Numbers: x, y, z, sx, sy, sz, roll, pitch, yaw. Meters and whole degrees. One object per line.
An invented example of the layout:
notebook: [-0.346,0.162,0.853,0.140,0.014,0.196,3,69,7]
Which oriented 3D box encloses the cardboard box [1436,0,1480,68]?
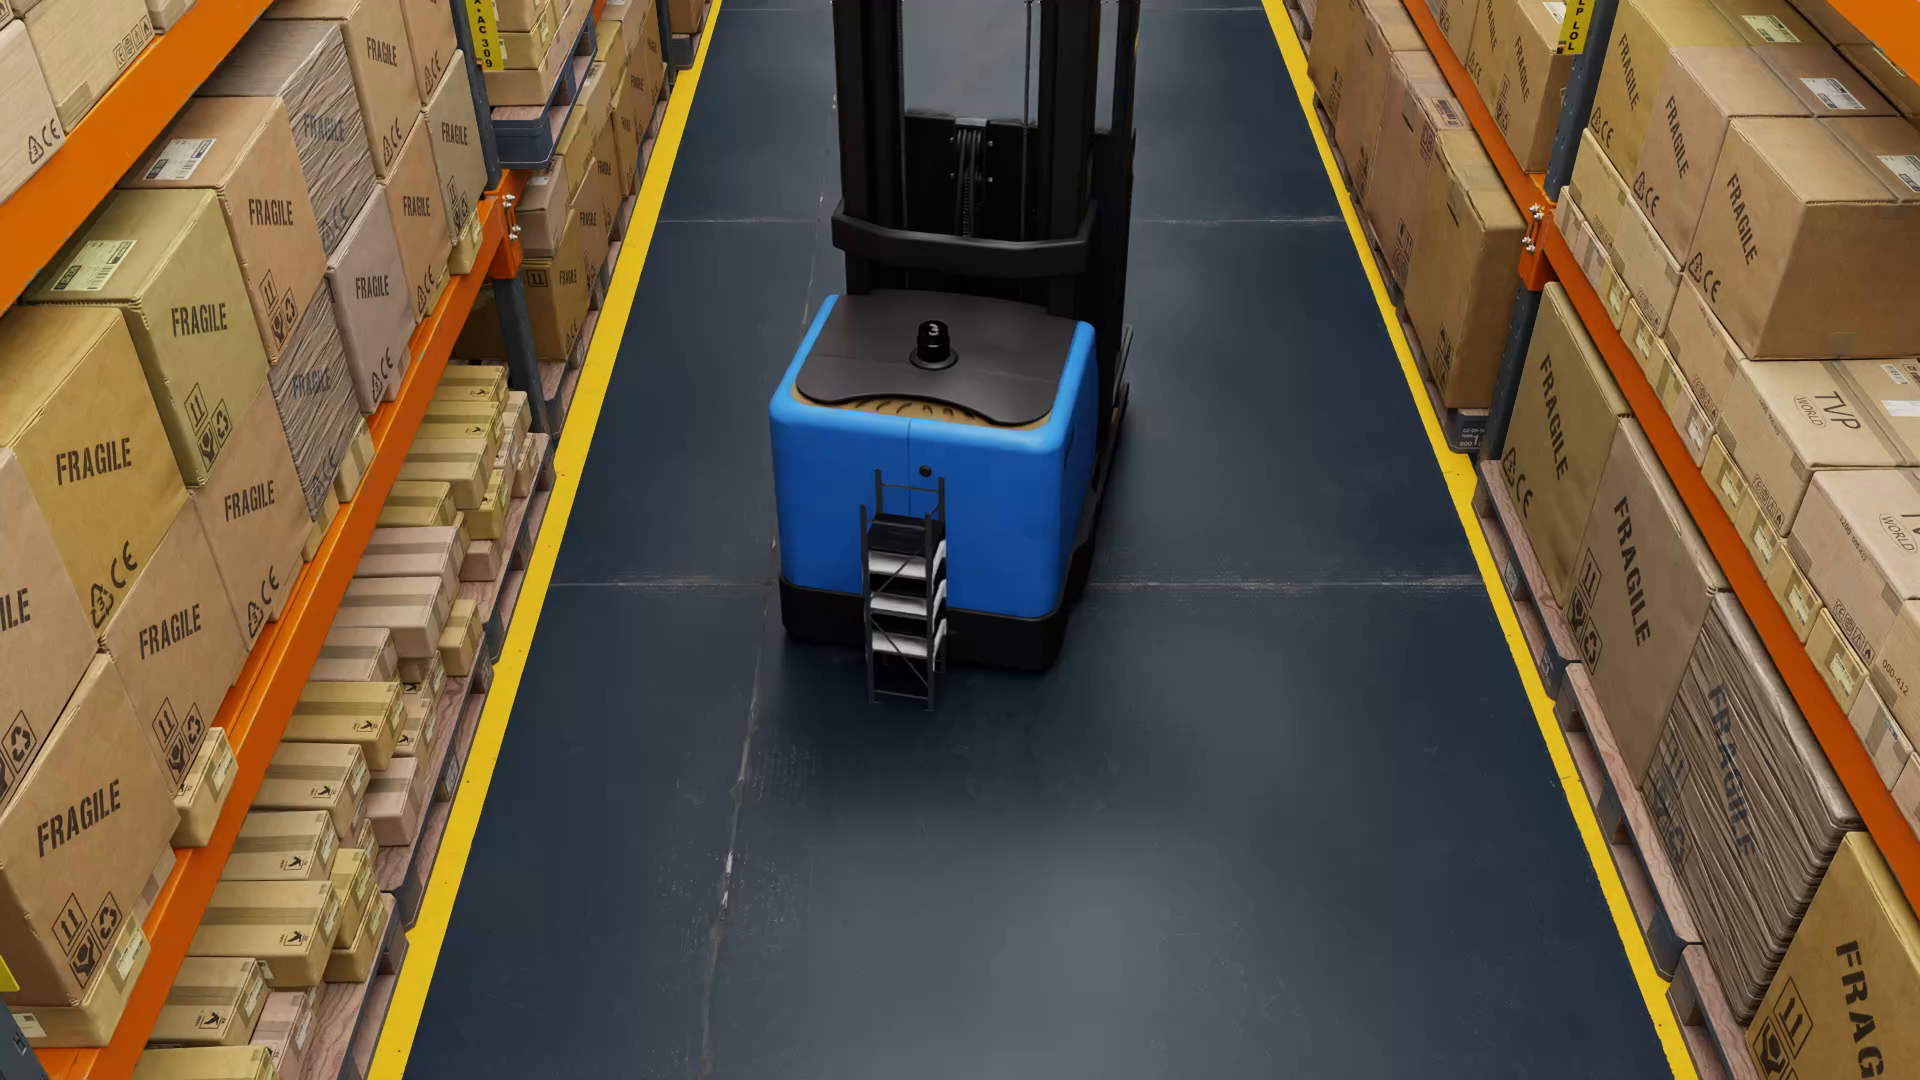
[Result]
cardboard box: [2.432,-2.404,7.272,0.500,0.500,0.500,0,39,-1]

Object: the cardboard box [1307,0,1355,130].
cardboard box: [2.682,-2.842,9.260,1.225,0.875,0.875,-2,39,-2]

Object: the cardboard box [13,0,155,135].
cardboard box: [-2.003,-1.039,3.370,0.500,0.250,0.500,-1,39,-2]

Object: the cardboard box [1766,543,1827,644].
cardboard box: [2.378,0.139,4.379,0.380,0.149,0.250,0,39,0]

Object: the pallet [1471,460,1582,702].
pallet: [2.629,0.127,6.423,1.003,0.211,1.213,0,39,0]

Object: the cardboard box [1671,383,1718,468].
cardboard box: [2.376,-0.343,4.980,0.380,0.149,0.250,0,39,0]

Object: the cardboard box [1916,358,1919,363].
cardboard box: [2.973,-0.576,4.952,0.500,0.250,0.500,1,39,1]

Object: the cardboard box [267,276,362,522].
cardboard box: [-1.994,-0.391,4.521,0.500,0.500,0.500,-1,39,-1]

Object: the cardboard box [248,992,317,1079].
cardboard box: [-1.937,1.338,4.387,0.380,0.149,0.250,0,39,0]

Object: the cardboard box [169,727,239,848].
cardboard box: [-1.910,0.573,3.838,0.380,0.149,0.250,-1,39,-1]

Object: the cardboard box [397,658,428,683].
cardboard box: [-2.002,0.353,5.617,0.380,0.149,0.250,-2,39,-2]

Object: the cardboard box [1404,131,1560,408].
cardboard box: [2.686,-1.172,7.177,1.225,0.875,0.875,0,39,0]

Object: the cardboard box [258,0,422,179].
cardboard box: [-1.976,-1.425,5.012,0.500,0.500,0.500,-1,39,-1]

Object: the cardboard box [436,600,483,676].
cardboard box: [-1.911,0.344,5.866,0.380,0.149,0.250,0,39,0]

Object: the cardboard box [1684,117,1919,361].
cardboard box: [2.450,-0.854,4.699,0.500,0.500,0.500,-1,39,-1]

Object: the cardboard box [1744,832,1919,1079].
cardboard box: [2.631,1.330,4.055,0.875,0.875,0.875,0,39,0]

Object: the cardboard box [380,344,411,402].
cardboard box: [-1.963,-0.561,5.252,0.380,0.149,0.250,-2,39,-2]

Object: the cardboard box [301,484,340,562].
cardboard box: [-1.974,-0.075,4.646,0.380,0.149,0.250,1,39,2]

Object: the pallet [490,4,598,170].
pallet: [-2.109,-1.900,6.875,1.003,0.211,1.213,0,39,0]

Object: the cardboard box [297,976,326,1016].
cardboard box: [-2.019,1.307,4.665,0.380,0.149,0.250,0,39,0]

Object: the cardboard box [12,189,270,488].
cardboard box: [-1.969,-0.462,3.811,0.500,0.500,0.500,-1,39,-1]

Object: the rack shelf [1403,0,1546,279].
rack shelf: [2.704,-2.407,7.930,1.077,0.370,4.000,0,39,0]

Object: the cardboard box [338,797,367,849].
cardboard box: [-2.012,0.859,4.986,0.380,0.149,0.250,-2,39,-2]

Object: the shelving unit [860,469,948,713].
shelving unit: [-0.190,0.189,5.794,0.258,0.900,0.210,8,39,9]

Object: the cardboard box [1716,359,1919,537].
cardboard box: [2.440,-0.257,4.554,0.500,0.250,0.500,0,39,0]

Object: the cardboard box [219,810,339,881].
cardboard box: [-1.986,0.908,4.686,0.380,0.149,0.250,-2,39,-2]

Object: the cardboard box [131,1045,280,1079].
cardboard box: [-1.910,1.393,4.081,0.380,0.149,0.250,-2,39,-2]

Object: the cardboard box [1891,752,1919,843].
cardboard box: [2.380,0.620,3.779,0.380,0.149,0.250,0,39,0]

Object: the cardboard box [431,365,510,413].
cardboard box: [-1.993,-0.558,6.516,0.380,0.149,0.250,1,39,1]

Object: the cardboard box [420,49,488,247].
cardboard box: [-1.970,-1.349,5.717,0.500,0.500,0.500,0,39,0]

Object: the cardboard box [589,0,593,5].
cardboard box: [-1.796,-2.455,7.280,0.380,0.149,0.250,-2,39,-2]

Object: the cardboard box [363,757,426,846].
cardboard box: [-1.918,0.831,5.258,0.380,0.149,0.250,-2,39,-2]

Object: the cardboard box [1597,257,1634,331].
cardboard box: [2.376,-0.825,5.581,0.380,0.149,0.250,1,39,1]

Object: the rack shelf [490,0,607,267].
rack shelf: [-2.256,-2.467,8.004,1.077,0.370,4.000,0,39,0]

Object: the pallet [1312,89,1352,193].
pallet: [2.628,-2.357,9.523,1.003,0.211,1.213,0,39,0]

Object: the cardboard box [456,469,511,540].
cardboard box: [-1.904,-0.130,6.220,0.380,0.149,0.250,-1,39,-2]

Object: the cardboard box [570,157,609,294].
cardboard box: [-1.991,-1.478,7.859,0.500,0.500,0.500,2,39,2]

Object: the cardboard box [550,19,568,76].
cardboard box: [-1.800,-1.982,6.690,0.380,0.149,0.250,1,39,1]

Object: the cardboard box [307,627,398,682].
cardboard box: [-2.027,0.413,5.304,0.380,0.149,0.250,0,39,0]

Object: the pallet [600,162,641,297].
pallet: [-2.260,-1.660,8.653,1.003,0.211,1.213,0,39,0]

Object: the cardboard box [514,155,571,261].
cardboard box: [-1.990,-1.440,7.212,0.500,0.250,0.500,-2,39,-2]

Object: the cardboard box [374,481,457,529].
cardboard box: [-2.023,-0.080,5.919,0.380,0.149,0.250,1,39,1]

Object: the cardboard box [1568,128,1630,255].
cardboard box: [2.445,-1.200,5.731,0.500,0.250,0.500,-1,39,-1]

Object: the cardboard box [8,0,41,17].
cardboard box: [-1.980,-1.219,3.194,0.500,0.250,0.500,0,39,0]

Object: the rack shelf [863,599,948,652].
rack shelf: [-0.190,0.286,5.871,0.258,0.077,0.200,8,39,9]

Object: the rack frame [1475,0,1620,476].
rack frame: [2.707,-1.437,6.144,1.000,3.000,0.127,0,39,0]

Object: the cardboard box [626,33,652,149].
cardboard box: [-1.999,-2.450,9.072,0.500,0.500,0.500,1,39,2]

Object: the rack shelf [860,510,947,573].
rack shelf: [-0.190,0.005,5.646,0.258,0.077,0.200,8,39,9]

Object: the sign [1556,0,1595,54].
sign: [2.164,-1.851,5.799,0.100,0.325,0.005,0,39,0]

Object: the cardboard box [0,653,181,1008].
cardboard box: [-1.973,0.569,3.324,0.500,0.500,0.500,2,39,2]

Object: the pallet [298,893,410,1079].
pallet: [-2.214,1.537,4.663,1.003,0.211,1.213,0,39,0]

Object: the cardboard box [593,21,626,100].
cardboard box: [-1.999,-2.418,8.432,0.500,0.250,0.500,1,39,1]

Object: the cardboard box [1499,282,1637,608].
cardboard box: [2.627,-0.359,6.162,0.875,0.875,0.875,0,39,0]

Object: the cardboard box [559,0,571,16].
cardboard box: [-1.797,-2.249,6.784,0.380,0.149,0.250,1,39,1]

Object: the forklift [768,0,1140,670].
forklift: [0.140,-1.597,6.399,1.130,2.935,3.031,8,39,9]
